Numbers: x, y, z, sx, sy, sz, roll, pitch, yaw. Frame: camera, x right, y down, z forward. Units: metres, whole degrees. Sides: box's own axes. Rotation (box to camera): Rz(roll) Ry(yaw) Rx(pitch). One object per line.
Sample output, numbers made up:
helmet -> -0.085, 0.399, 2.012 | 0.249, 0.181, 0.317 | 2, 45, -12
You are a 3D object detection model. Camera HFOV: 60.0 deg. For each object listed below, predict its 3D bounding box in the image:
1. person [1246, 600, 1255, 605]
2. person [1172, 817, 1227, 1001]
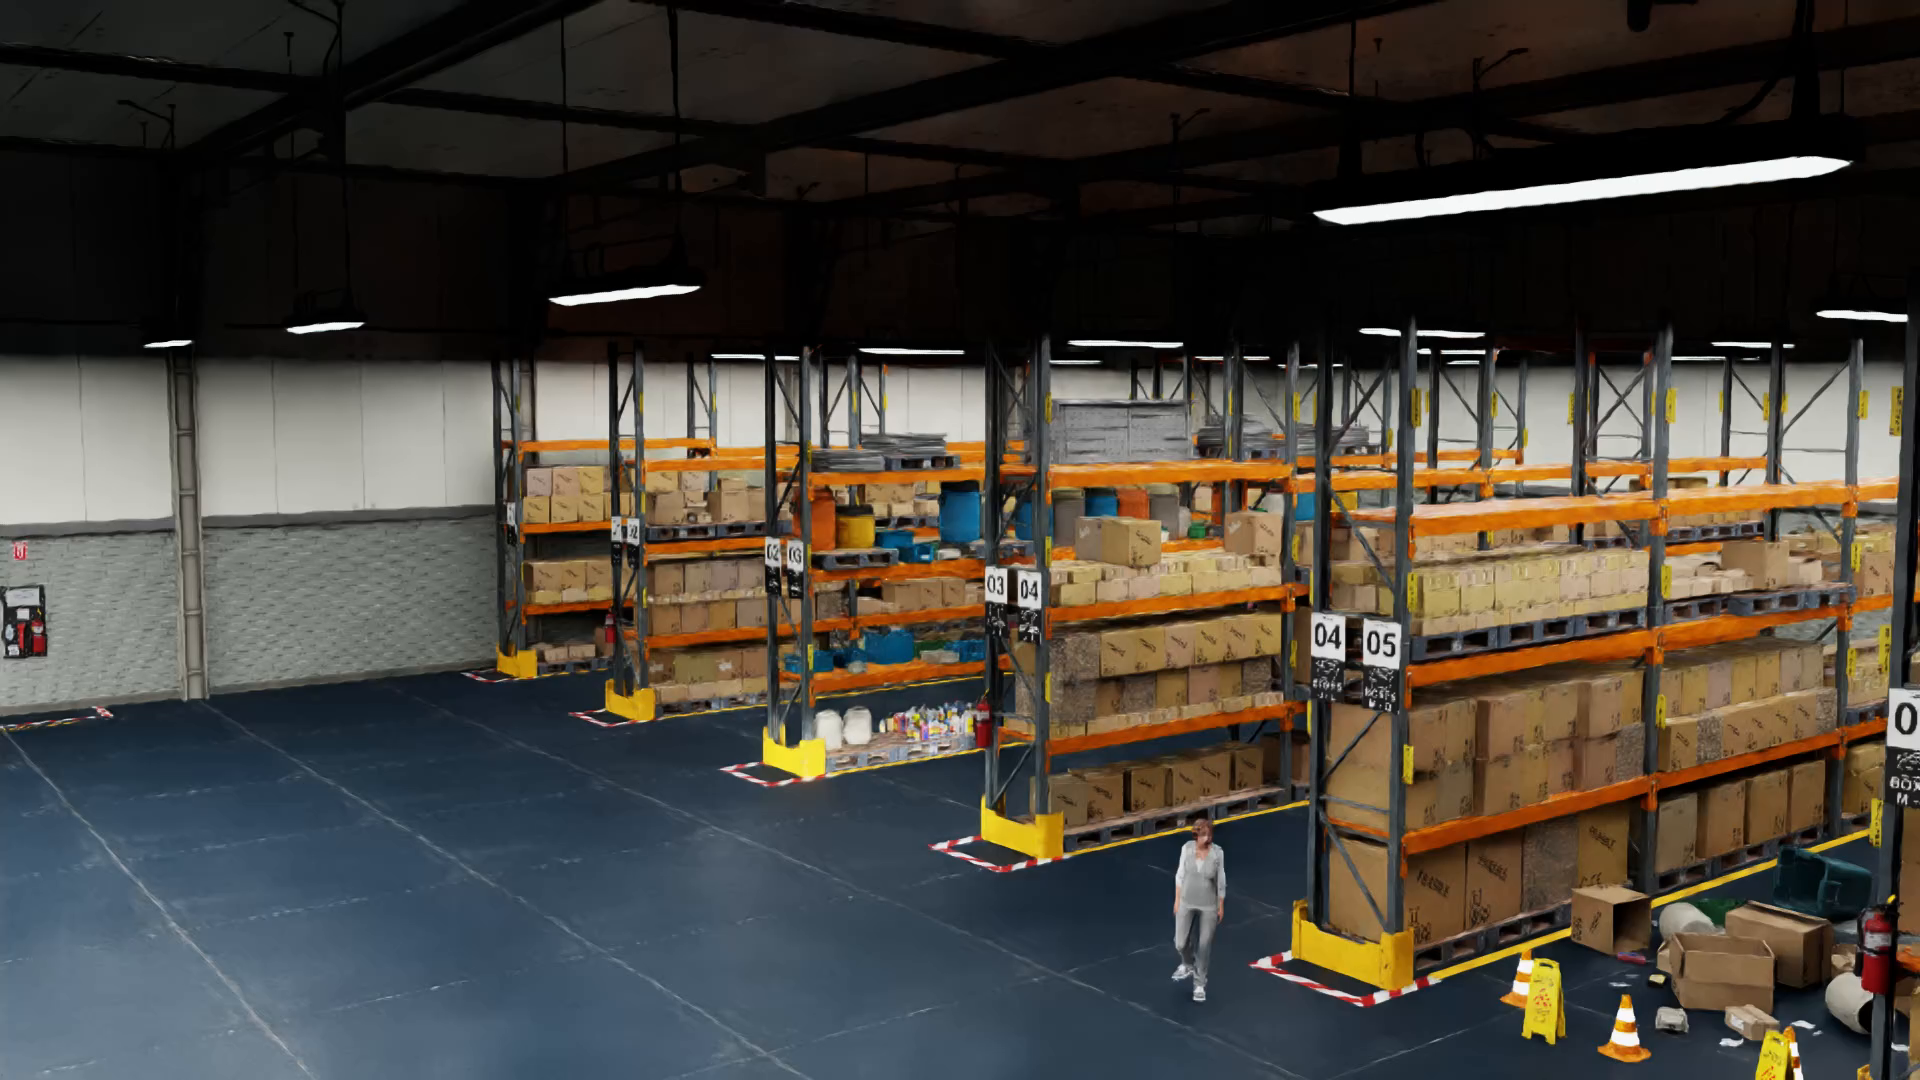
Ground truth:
person -> 6.720, 0.943, 37.687 | 0.412, 1.788, 0.656 | 3, 6, 31
person -> 2.050, 3.126, 14.256 | 0.471, 1.590, 0.490 | 1, 5, 14
